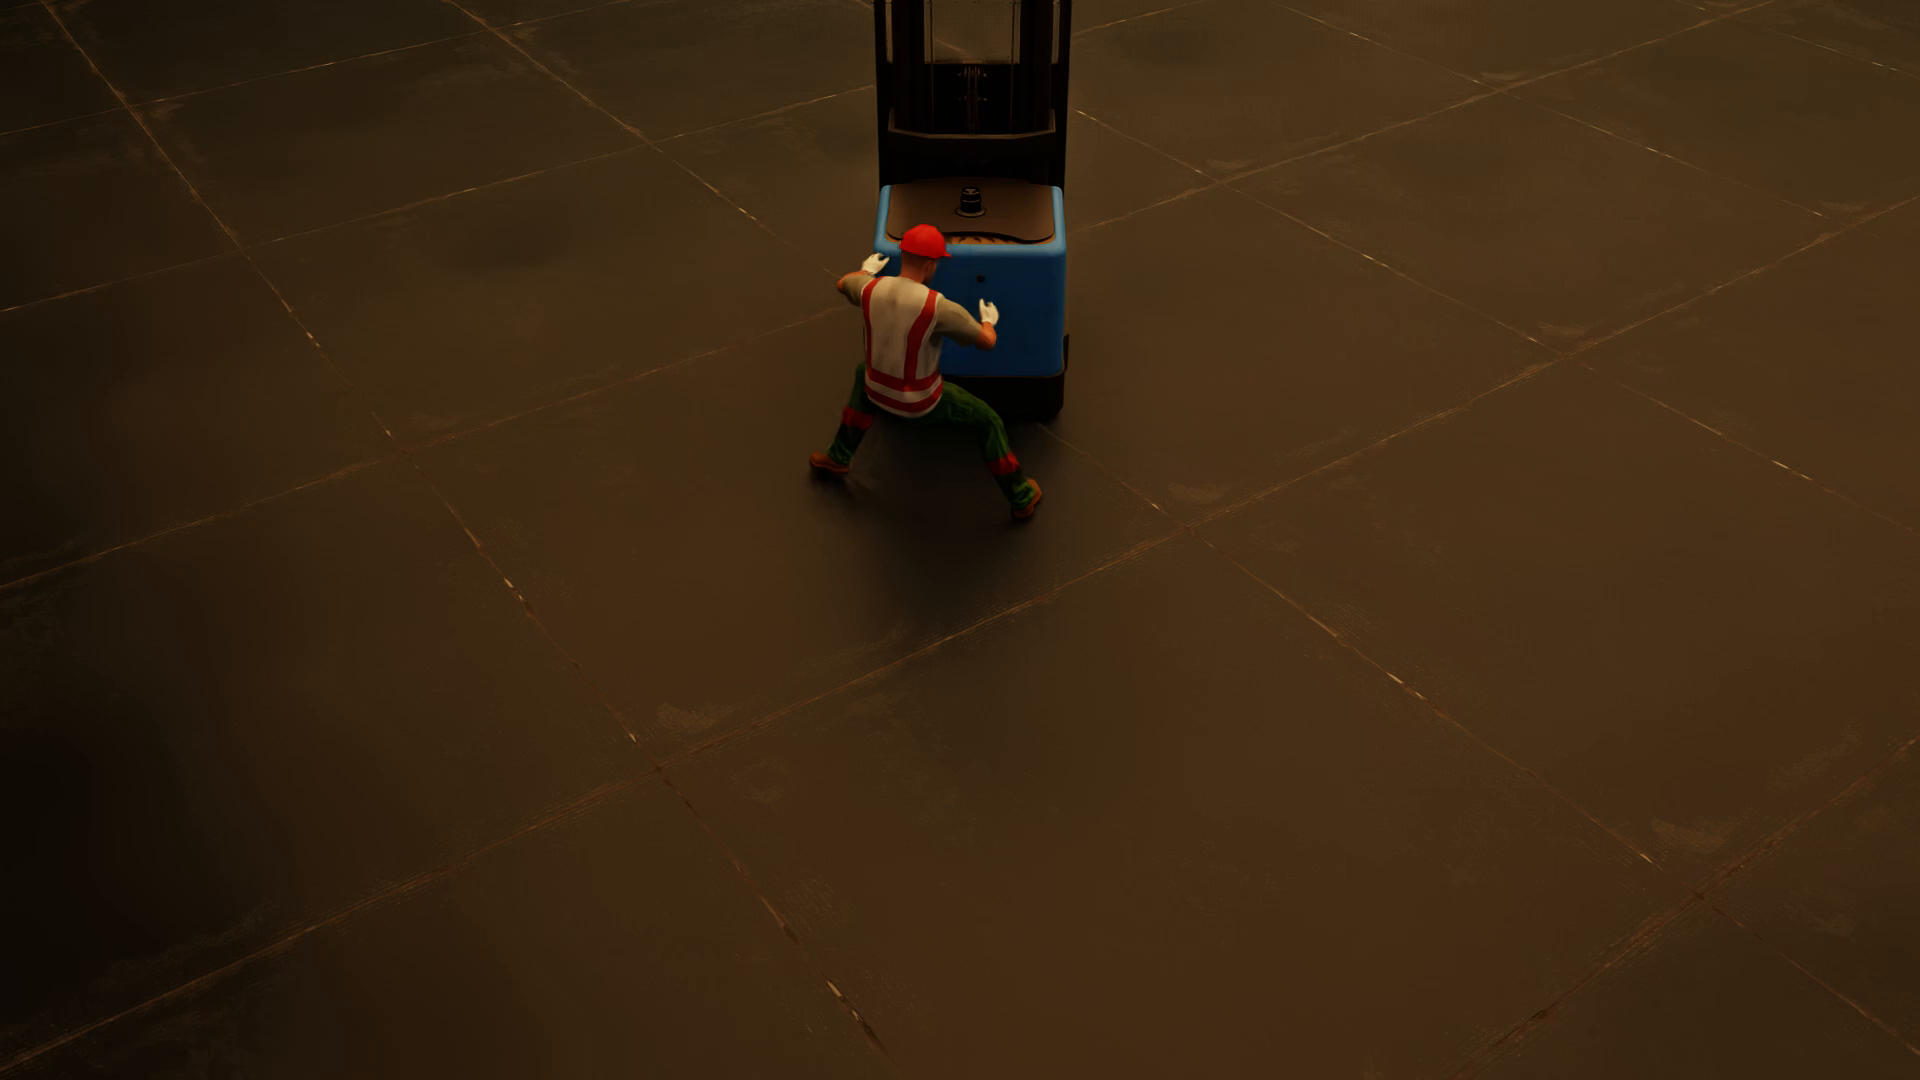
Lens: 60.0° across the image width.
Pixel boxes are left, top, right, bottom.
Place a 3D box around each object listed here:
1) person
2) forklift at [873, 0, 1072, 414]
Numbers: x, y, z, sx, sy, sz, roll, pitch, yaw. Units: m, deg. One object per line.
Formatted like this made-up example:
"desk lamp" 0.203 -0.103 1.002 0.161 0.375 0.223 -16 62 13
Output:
"person" -0.203 -0.887 8.310 1.232 1.547 0.690 22 42 26
"forklift" 0.074 -2.721 9.625 1.130 2.935 3.031 1 36 1
